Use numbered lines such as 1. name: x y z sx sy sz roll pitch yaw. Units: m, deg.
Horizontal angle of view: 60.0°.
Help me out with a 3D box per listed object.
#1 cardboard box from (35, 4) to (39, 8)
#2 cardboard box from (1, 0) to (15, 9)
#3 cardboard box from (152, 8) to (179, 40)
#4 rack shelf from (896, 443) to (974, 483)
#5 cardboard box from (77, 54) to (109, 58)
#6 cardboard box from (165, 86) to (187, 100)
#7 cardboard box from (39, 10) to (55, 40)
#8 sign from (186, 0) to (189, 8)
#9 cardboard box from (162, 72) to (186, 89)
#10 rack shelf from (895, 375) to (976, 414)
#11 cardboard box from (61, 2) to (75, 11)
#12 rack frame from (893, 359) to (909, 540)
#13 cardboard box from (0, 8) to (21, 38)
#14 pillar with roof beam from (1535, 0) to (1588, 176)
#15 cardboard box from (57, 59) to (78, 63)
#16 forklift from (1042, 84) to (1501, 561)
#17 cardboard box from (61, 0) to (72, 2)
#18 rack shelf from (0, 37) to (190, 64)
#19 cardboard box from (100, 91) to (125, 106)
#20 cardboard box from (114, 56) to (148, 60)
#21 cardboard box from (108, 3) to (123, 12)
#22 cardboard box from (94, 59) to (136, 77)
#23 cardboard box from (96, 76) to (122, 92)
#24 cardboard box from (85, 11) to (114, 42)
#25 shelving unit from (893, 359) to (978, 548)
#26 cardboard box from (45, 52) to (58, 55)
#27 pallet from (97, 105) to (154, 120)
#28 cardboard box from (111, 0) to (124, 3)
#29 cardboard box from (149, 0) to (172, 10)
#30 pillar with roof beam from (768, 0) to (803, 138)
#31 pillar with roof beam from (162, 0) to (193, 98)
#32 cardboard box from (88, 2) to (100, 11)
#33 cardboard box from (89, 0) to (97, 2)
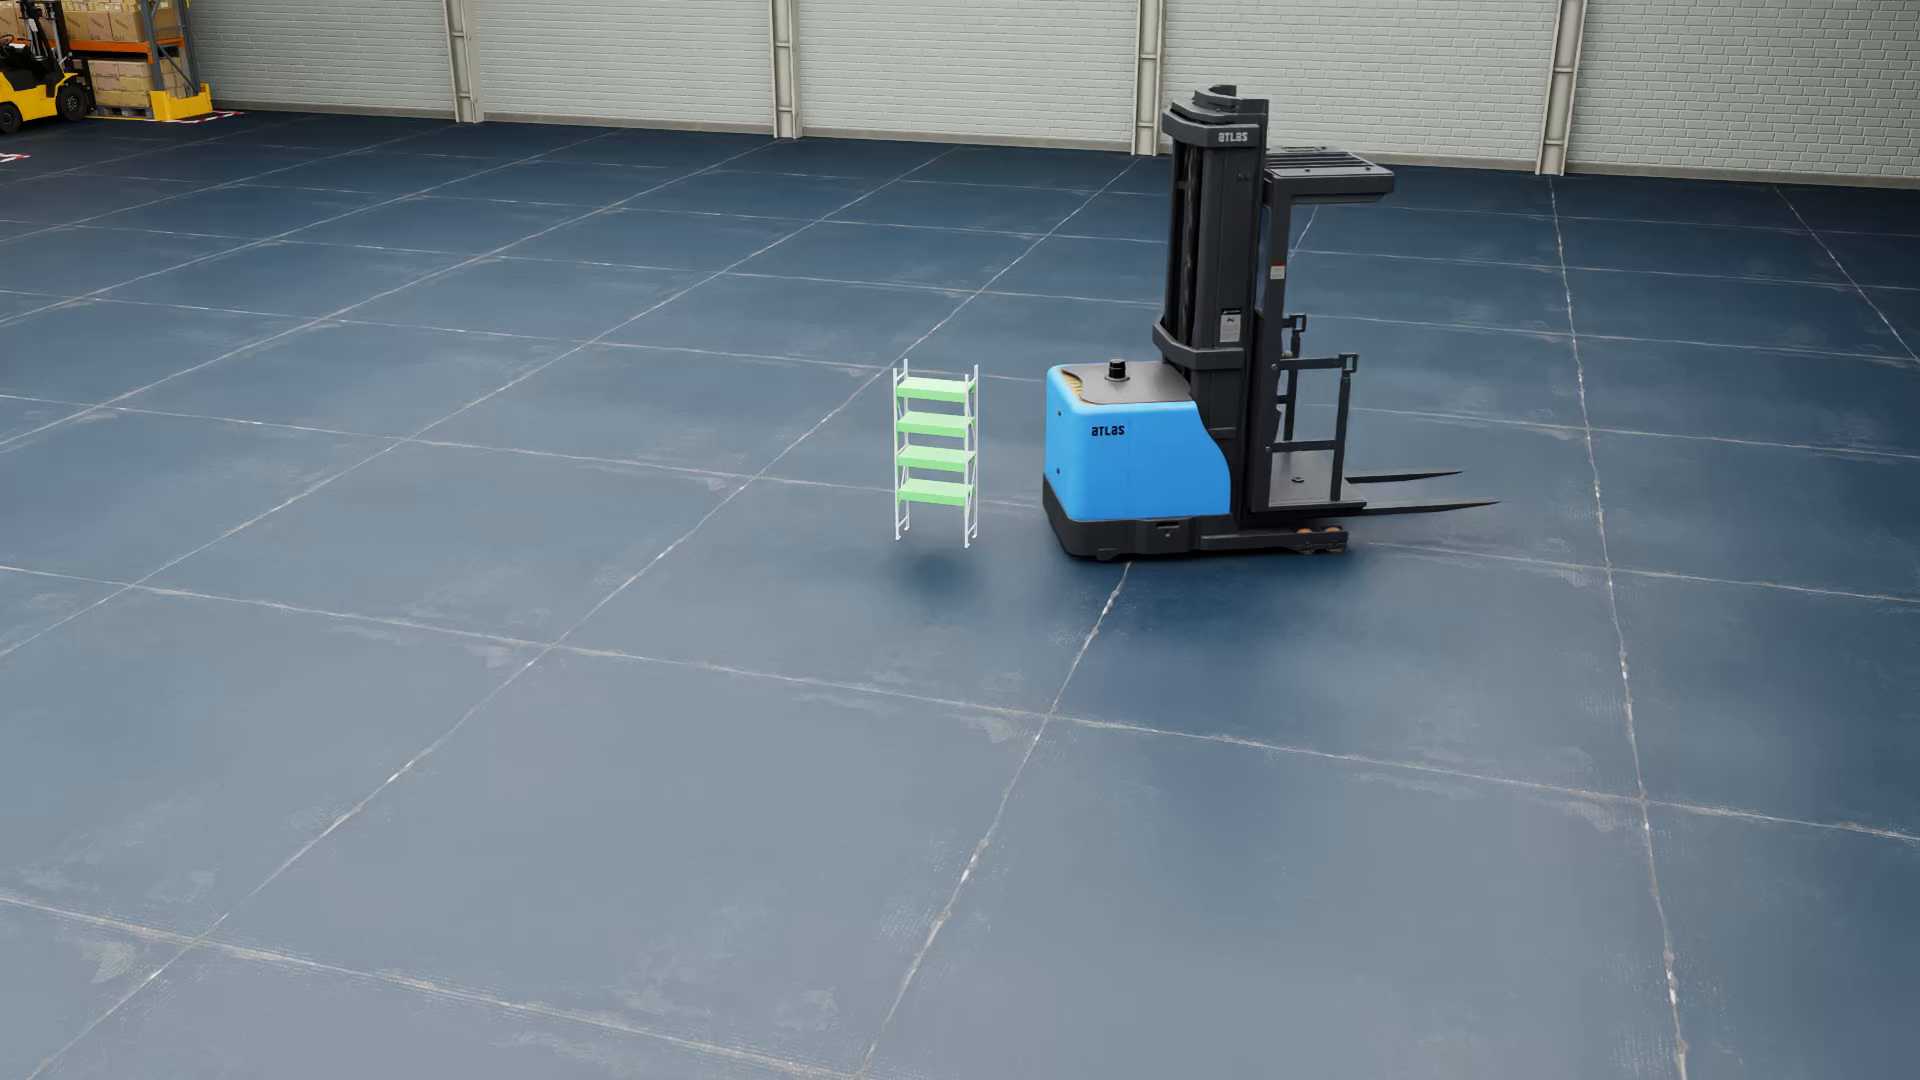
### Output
1. cardboard box: -16.312 -9.497 29.484 0.250 0.149 0.380 6 23 14
2. cardboard box: -16.808 -9.548 29.607 0.250 0.149 0.380 7 23 17
3. cardboard box: -14.323 -9.195 29.603 0.500 0.500 0.500 7 23 17
4. rack shelf: -0.158 -0.514 11.111 0.480 0.148 0.258 7 23 16
5. cardboard box: -15.778 -8.671 30.208 0.500 0.250 0.500 6 23 14
6. cardboard box: -14.342 -8.041 29.990 0.500 0.250 0.500 7 23 16
7. cardboard box: -15.945 -9.166 29.531 0.500 0.500 0.500 7 23 16
8. sign: -13.763 -9.632 29.554 0.005 0.325 0.100 7 23 16
9. cardboard box: -14.319 -8.274 29.900 0.500 0.250 0.500 7 23 16
10. rack shelf: -0.158 -0.958 10.929 0.480 0.148 0.258 7 23 16
11. cardboard box: -15.577 -9.408 29.267 0.250 0.149 0.380 7 23 16
12. rack frame: -0.392 -0.600 11.152 0.015 1.200 0.240 7 23 16
13. cardboard box: -16.905 -9.284 29.819 0.500 0.500 0.500 7 23 16
14. pillar with roof beam: 7.398 -7.978 18.862 0.400 9.000 9.100 7 23 16
15. cardboard box: -15.919 -8.479 29.742 0.500 0.250 0.500 6 23 14
16. forklift: 2.139 -1.457 10.960 3.031 2.935 1.130 -3 22 -7
17. cardboard box: -15.583 -9.544 29.206 0.250 0.149 0.380 7 23 17
18. rack shelf: -15.844 -8.880 29.914 4.000 0.370 1.077 7 23 16
19. cardboard box: -14.943 -7.911 29.672 0.500 0.250 0.500 7 23 15
20. cardboard box: -14.814 -8.553 29.922 0.500 0.250 0.500 7 23 16
21. cardboard box: -14.595 -9.294 28.988 0.250 0.149 0.380 7 23 16
22. cardboard box: -14.950 -8.370 29.474 0.500 0.250 0.500 7 23 16
23. cardboard box: -14.962 -8.146 29.587 0.500 0.250 0.500 6 23 15
24. cardboard box: -14.970 -9.059 29.270 0.500 0.500 0.500 7 23 17
25. shelving unit: -0.158 -0.573 11.087 0.503 1.200 0.258 7 23 16
26. cardboard box: -16.742 -8.783 30.482 0.500 0.250 0.500 6 23 15
27. pallet: -14.673 -7.772 29.940 1.213 0.211 1.003 7 23 16
28. cardboard box: -14.578 -9.456 28.992 0.250 0.149 0.380 7 23 16
29. cardboard box: -14.179 -9.472 29.422 0.250 0.149 0.380 6 23 14
30. pillar with roof beam: -4.090 -9.294 22.069 0.400 9.000 9.100 7 23 16
31. pillar with roof beam: -15.579 -10.609 25.276 0.400 9.000 9.100 7 23 16
32. cardboard box: -15.060 -9.376 29.187 0.250 0.149 0.380 6 23 15
33. cardboard box: -15.053 -9.529 29.170 0.250 0.149 0.380 7 23 16
